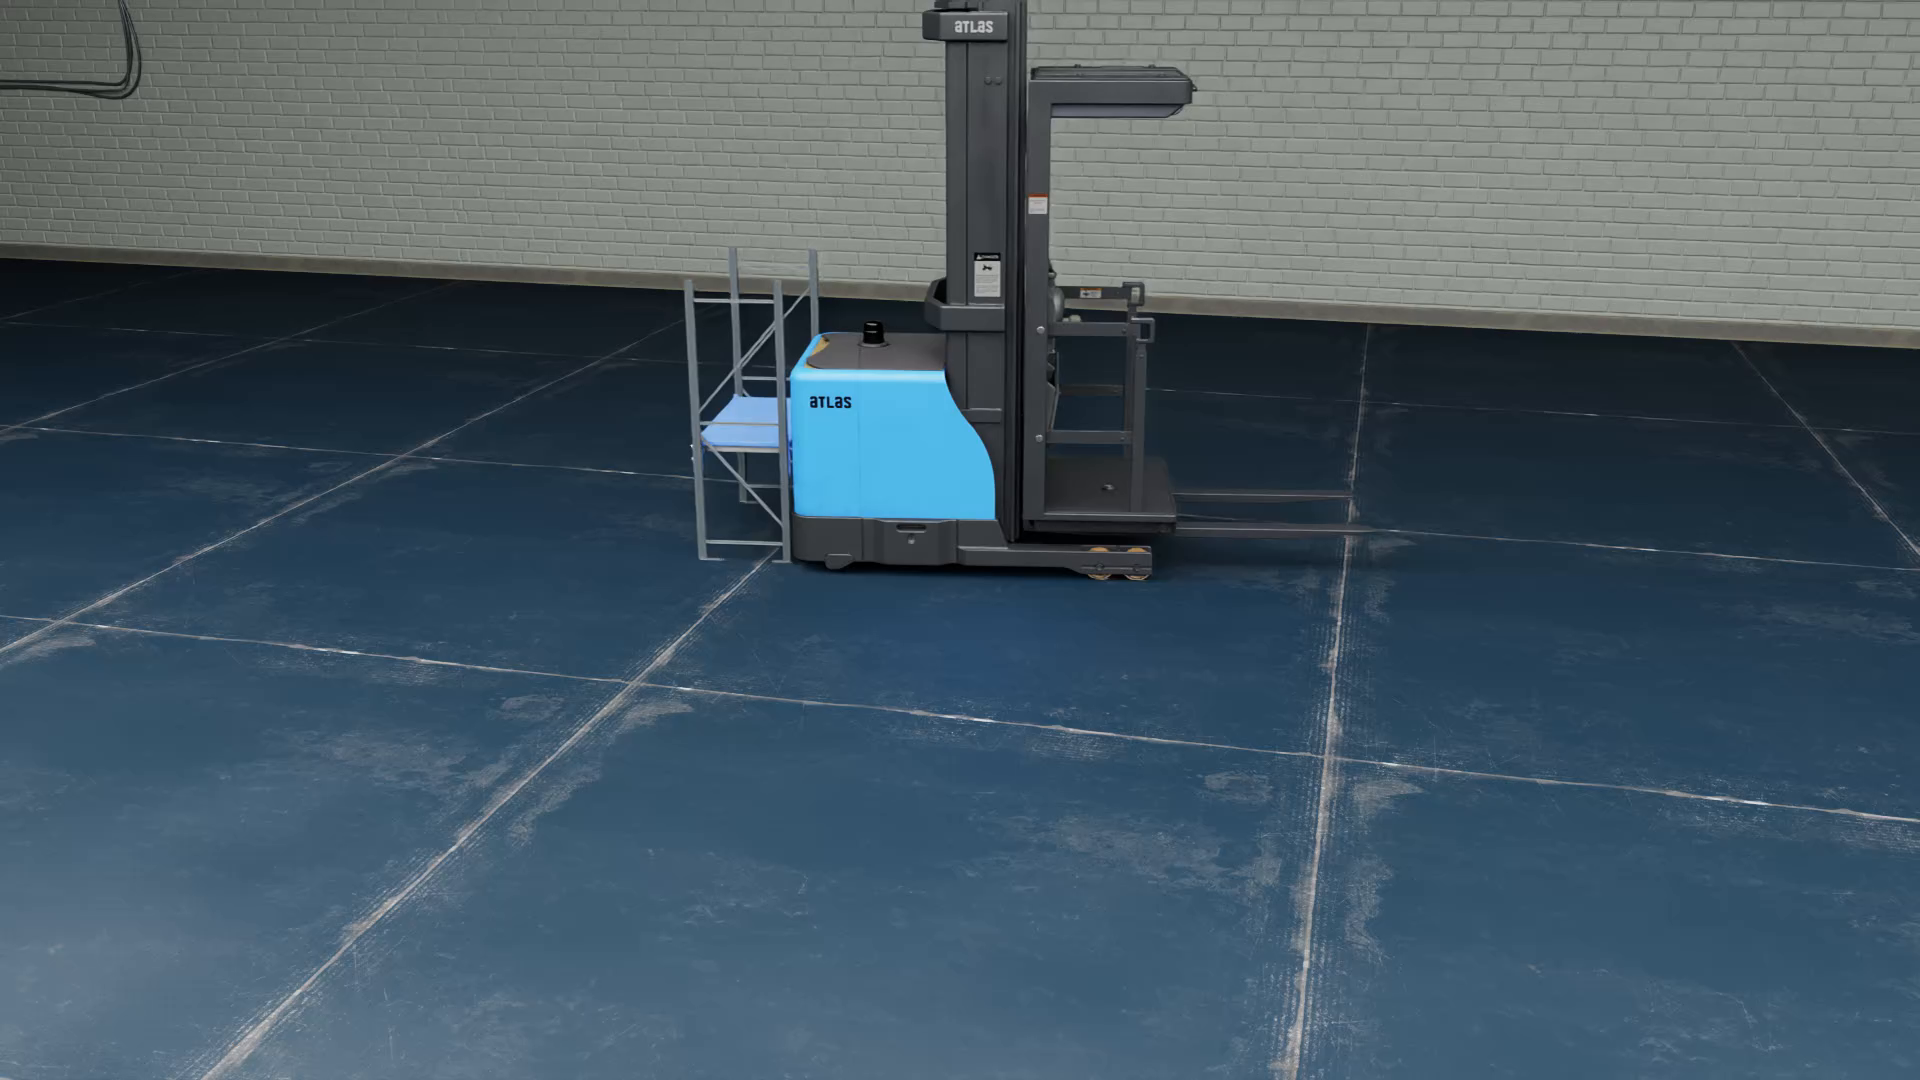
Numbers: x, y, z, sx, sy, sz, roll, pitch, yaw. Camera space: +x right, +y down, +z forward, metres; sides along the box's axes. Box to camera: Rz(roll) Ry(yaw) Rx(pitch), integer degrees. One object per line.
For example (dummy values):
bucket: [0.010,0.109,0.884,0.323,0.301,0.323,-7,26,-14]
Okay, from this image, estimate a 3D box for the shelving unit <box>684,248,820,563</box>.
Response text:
shelving unit: [-1.096,-0.761,9.095,0.538,1.500,1.048,2,19,5]

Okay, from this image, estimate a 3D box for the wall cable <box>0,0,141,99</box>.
wall cable: [-9.920,-5.830,17.137,3.097,2.526,0.112,5,19,13]

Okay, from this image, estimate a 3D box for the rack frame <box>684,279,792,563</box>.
rack frame: [-1.143,-0.597,8.616,0.500,1.500,0.032,2,19,5]

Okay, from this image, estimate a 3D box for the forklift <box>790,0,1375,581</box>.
forklift: [0.659,-1.355,8.619,3.031,2.935,1.130,1,19,3]

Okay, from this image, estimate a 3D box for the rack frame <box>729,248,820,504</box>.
rack frame: [-1.050,-0.925,9.574,0.500,1.500,0.032,2,19,5]

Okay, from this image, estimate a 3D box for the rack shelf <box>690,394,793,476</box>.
rack shelf: [-1.096,-0.591,9.154,0.538,0.185,1.000,2,19,5]
